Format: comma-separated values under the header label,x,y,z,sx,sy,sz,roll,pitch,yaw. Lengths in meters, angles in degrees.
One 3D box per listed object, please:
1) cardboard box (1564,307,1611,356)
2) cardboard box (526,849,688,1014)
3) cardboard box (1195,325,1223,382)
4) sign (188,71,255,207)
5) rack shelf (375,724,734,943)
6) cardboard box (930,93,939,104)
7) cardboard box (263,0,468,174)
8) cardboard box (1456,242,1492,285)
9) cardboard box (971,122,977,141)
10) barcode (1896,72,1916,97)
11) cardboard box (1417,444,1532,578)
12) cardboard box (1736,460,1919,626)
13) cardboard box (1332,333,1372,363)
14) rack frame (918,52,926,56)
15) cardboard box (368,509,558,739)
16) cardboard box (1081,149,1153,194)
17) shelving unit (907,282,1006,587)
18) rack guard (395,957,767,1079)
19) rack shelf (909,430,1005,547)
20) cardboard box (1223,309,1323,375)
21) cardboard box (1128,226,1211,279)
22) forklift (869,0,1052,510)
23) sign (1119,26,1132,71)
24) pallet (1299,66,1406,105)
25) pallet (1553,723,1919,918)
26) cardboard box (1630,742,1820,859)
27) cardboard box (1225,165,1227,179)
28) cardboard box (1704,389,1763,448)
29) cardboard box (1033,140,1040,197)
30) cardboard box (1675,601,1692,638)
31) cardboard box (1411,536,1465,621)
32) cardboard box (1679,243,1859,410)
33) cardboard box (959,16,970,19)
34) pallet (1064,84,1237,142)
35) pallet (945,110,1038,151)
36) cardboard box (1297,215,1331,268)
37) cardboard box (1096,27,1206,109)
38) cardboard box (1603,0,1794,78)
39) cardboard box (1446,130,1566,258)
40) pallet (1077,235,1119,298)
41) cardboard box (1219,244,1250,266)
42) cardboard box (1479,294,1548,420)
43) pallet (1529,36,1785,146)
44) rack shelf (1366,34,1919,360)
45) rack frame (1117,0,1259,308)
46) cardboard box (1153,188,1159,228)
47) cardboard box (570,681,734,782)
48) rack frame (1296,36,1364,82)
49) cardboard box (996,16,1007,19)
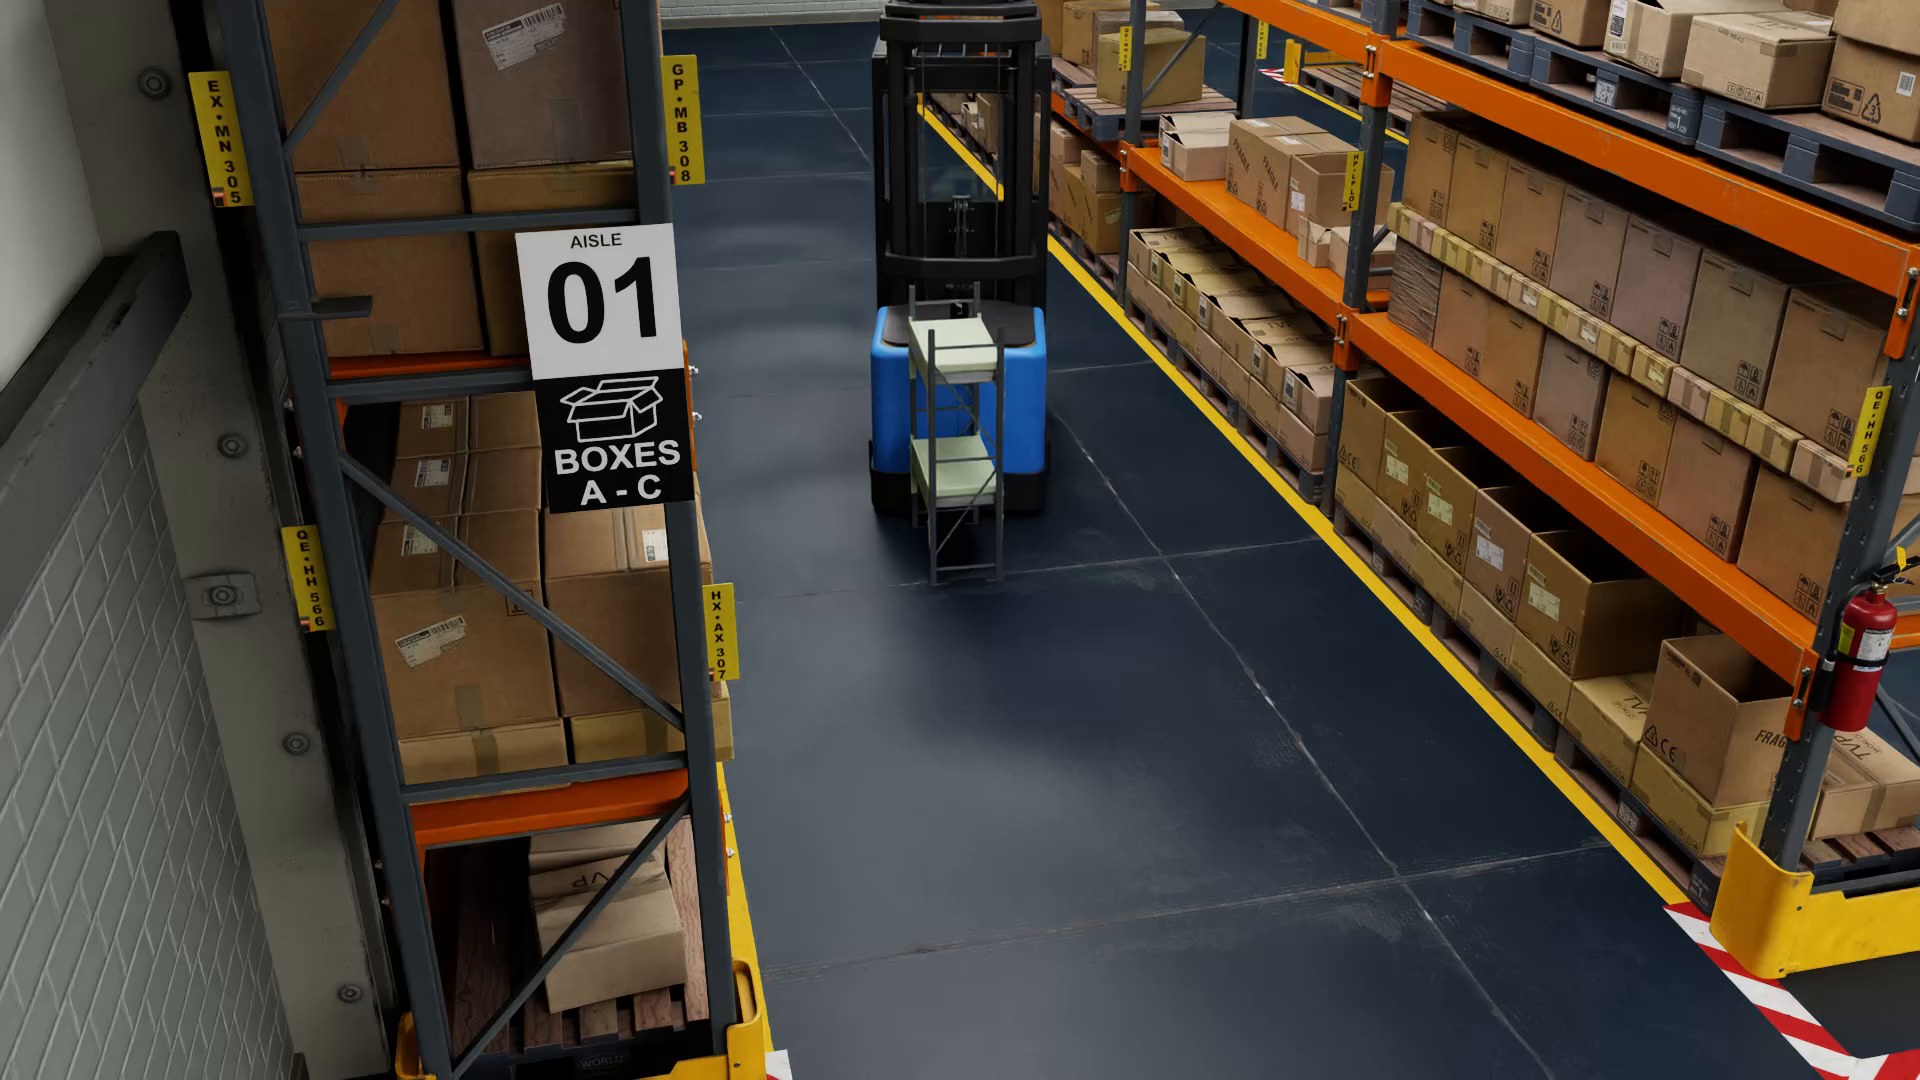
label,x,y,z,sx,sy,sz,roll,pitch,yaw
cardboard box,2.963,-0.951,7.474,0.380,0.149,0.250,-6,27,-12
cardboard box,-1.307,1.408,6.127,0.500,0.311,0.500,-9,28,-17
cardboard box,1.968,-1.326,11.635,0.500,0.250,0.500,-5,27,-11
sign,-1.784,-0.970,4.031,0.100,0.325,0.005,-6,27,-12
rack shelf,-1.690,0.160,6.902,1.077,0.370,4.000,-6,27,-12
cardboard box,-0.061,-5.293,19.472,0.500,0.250,0.500,-6,27,-12
cardboard box,-1.591,-1.285,4.394,0.500,0.500,0.500,-5,27,-9
cardboard box,2.734,-1.402,8.368,0.380,0.149,0.250,-6,27,-12
cardboard box,0.334,-4.359,17.733,0.380,0.149,0.250,-6,27,-12
barcode,3.048,-1.469,5.359,0.001,0.075,0.075,-6,27,-12
cardboard box,2.710,-0.164,8.499,0.500,0.500,0.500,-6,27,-12
cardboard box,3.494,-0.038,6.386,0.700,0.500,0.500,-6,27,-12
cardboard box,2.727,-1.181,10.724,0.500,0.311,0.500,-6,27,-12
rack frame,-0.019,-6.812,19.916,1.000,3.000,0.127,-6,27,-12
cardboard box,-1.552,0.255,5.228,0.500,0.500,0.500,-6,27,-12
cardboard box,1.327,-3.126,14.068,0.500,0.250,0.500,-5,27,-10
shelving unit,-0.027,-0.590,9.255,0.431,1.500,0.755,-4,27,-8
rack guard,-1.256,1.800,5.630,1.175,0.500,0.348,-6,27,-12
rack shelf,-0.027,-0.299,9.402,0.431,0.370,0.720,-4,27,-8
cardboard box,2.081,-1.350,11.058,0.500,0.311,0.500,-6,27,-12
cardboard box,1.615,-2.250,12.842,0.500,0.311,0.500,-5,27,-10
forklift,0.016,-2.106,10.670,1.130,2.935,3.031,0,27,1
sign,1.257,-3.722,12.598,0.100,0.325,0.005,-6,27,-12
pallet,4.955,-5.702,20.813,1.003,0.211,1.213,-6,27,-12
pallet,3.373,1.126,7.285,1.003,0.211,1.213,-6,27,-12
cardboard box,3.178,1.047,6.932,0.500,0.250,0.500,-6,27,-12
cardboard box,2.126,-2.633,11.917,0.380,0.149,0.250,-4,27,-8
cardboard box,3.196,-0.497,6.575,0.380,0.149,0.250,-6,27,-12
cardboard box,0.990,-3.446,15.534,0.500,0.500,0.500,-6,27,-11
cardboard box,3.442,0.222,7.734,0.500,0.500,0.500,-6,27,-12
cardboard box,2.709,0.171,8.668,0.500,0.250,0.500,-6,27,-12
cardboard box,3.358,-0.871,6.596,0.700,0.500,0.500,-7,28,-13
cardboard box,0.284,-5.745,17.692,0.500,0.500,0.500,-5,27,-10
pallet,1.562,-3.504,13.577,1.213,0.211,1.003,-6,27,-12
pallet,0.450,-4.649,18.726,1.003,0.211,1.213,-6,27,-12
cardboard box,2.308,-1.851,10.237,0.396,0.266,0.258,-7,28,-13
cardboard box,1.532,-3.797,13.366,0.700,0.500,0.500,-16,31,-29
cardboard box,2.945,-2.060,6.650,0.500,0.311,0.500,-3,27,-6
cardboard box,2.906,-1.751,8.340,0.700,0.500,0.500,-6,27,-12
pallet,1.652,-2.386,14.244,1.003,0.211,1.213,-6,27,-12
cardboard box,2.265,-2.077,12.500,0.500,0.311,0.500,-6,27,-12
cardboard box,3.025,-0.943,8.177,0.700,0.500,0.500,-6,27,-11
pallet,3.174,-1.937,7.028,1.003,0.211,1.213,-6,27,-12
rack shelf,3.136,-1.683,7.226,1.077,0.370,4.000,-6,27,-12
rack frame,1.783,-3.300,12.958,1.000,3.000,0.127,-6,27,-12
cardboard box,1.836,-2.838,14.330,0.500,0.500,0.500,-7,28,-13
cardboard box,-1.040,0.529,5.518,0.500,0.250,0.500,-7,28,-13
rack frame,4.807,-7.313,20.910,1.000,3.000,0.127,-6,27,-12
cardboard box,0.771,-5.057,15.863,0.700,0.500,0.500,-16,31,-29
